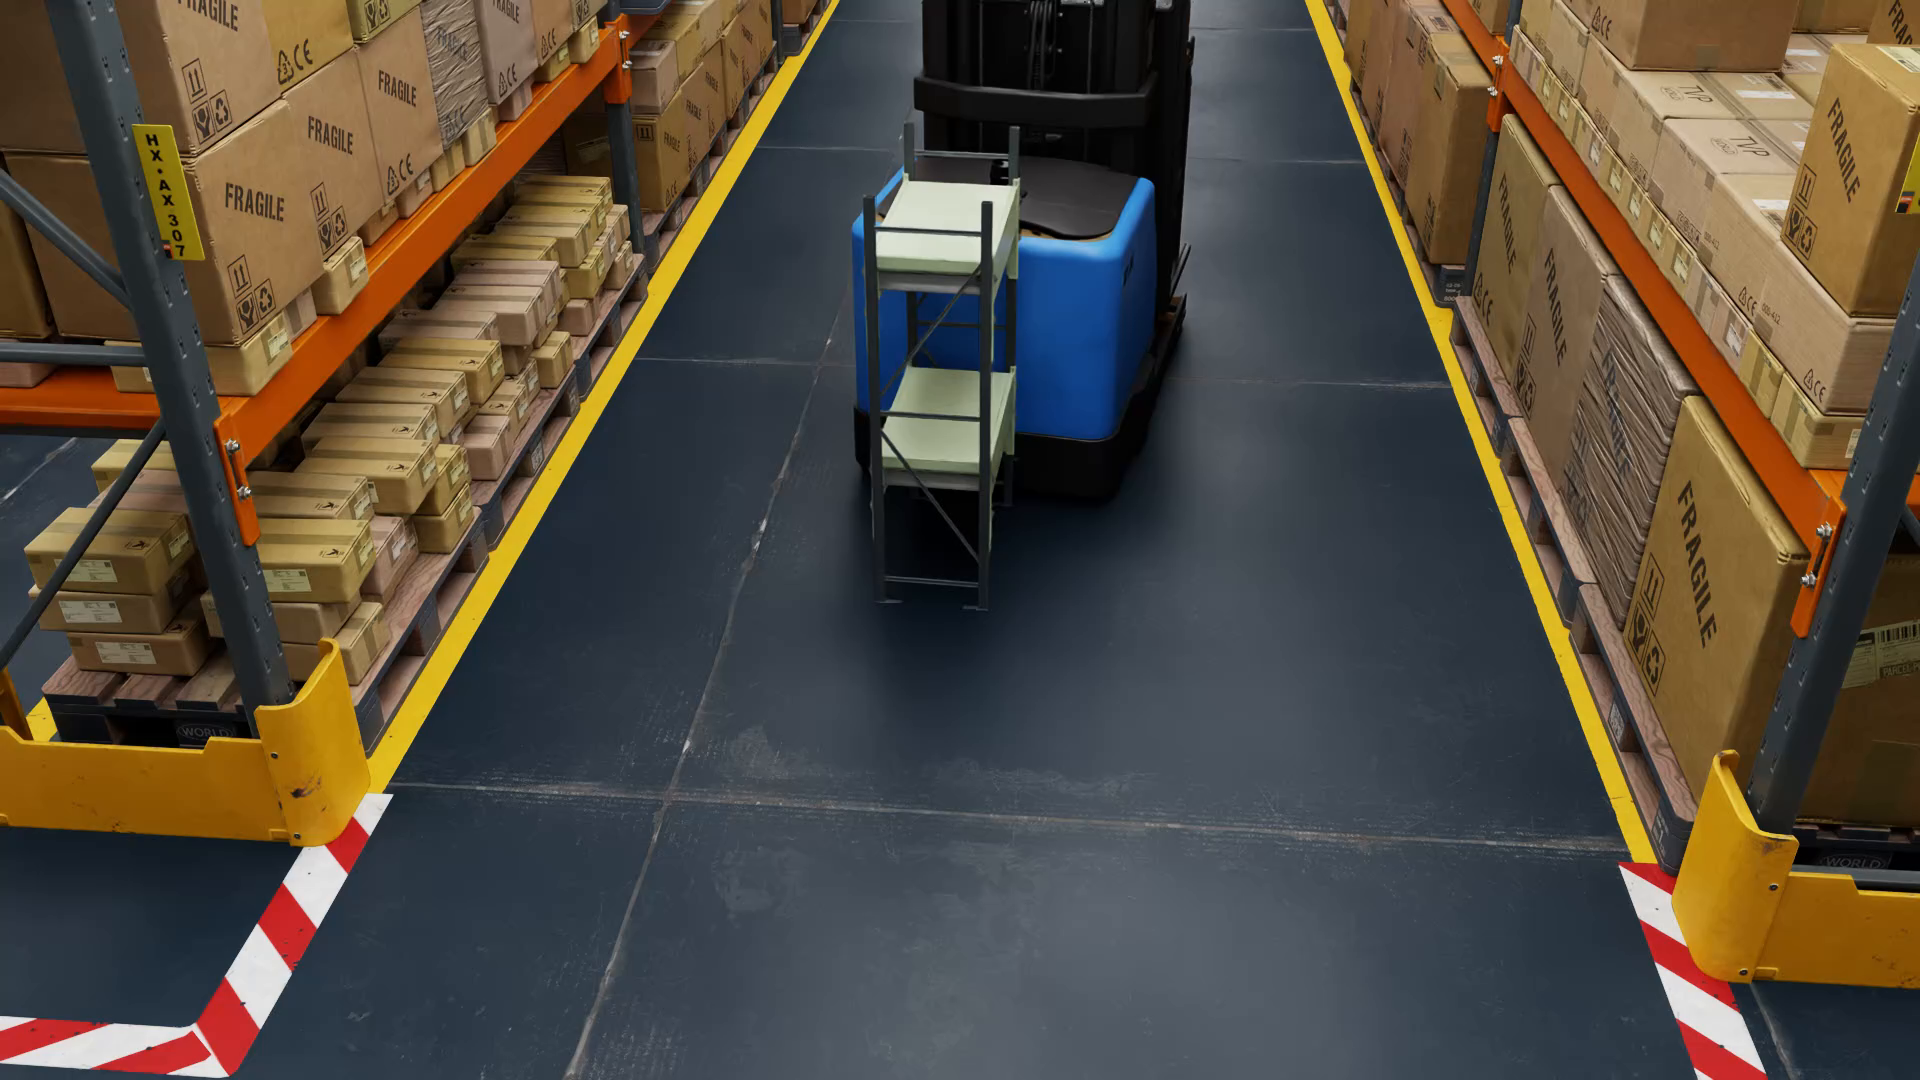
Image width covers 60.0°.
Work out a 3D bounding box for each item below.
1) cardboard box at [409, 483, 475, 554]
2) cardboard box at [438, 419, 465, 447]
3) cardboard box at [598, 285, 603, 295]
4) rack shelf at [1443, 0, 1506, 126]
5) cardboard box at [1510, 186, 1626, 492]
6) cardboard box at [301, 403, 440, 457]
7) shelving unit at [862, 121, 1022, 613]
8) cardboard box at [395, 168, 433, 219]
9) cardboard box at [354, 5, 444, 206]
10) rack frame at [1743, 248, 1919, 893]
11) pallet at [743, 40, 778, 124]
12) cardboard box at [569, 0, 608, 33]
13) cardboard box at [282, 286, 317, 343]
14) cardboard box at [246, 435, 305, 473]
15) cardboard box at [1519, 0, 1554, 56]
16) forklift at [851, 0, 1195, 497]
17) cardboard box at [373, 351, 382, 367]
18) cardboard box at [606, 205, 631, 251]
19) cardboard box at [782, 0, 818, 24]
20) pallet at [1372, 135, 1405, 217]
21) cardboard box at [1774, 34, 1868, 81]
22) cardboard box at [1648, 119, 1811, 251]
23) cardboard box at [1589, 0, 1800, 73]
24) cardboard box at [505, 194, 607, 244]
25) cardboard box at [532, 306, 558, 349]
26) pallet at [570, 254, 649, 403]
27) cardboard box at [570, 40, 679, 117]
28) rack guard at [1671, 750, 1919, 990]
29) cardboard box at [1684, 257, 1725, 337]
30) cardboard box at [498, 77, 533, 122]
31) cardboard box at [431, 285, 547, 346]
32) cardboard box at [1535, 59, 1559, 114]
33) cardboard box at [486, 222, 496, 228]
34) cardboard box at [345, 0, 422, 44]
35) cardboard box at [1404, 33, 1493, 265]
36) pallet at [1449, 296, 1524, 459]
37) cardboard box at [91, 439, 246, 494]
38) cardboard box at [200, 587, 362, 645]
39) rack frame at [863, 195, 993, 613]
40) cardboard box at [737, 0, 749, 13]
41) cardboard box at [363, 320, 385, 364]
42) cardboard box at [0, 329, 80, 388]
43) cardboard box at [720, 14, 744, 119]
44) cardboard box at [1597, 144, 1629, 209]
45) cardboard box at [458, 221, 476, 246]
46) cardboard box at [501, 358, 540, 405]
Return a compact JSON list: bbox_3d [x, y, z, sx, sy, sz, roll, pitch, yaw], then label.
[{"bbox_3d":[-1.942,-0.086,5.848,0.380,0.149,0.250,3,32,5],"label":"cardboard box"},{"bbox_3d":[-2.022,-0.361,6.010,0.380,0.149,0.250,1,32,2],"label":"cardboard box"},{"bbox_3d":[-1.858,-1.166,7.600,0.380,0.149,0.250,3,32,5],"label":"cardboard box"},{"bbox_3d":[3.037,-3.028,8.990,1.077,0.370,4.000,2,32,4],"label":"rack shelf"},{"bbox_3d":[2.667,-0.750,6.233,0.875,0.875,0.875,2,32,4],"label":"cardboard box"},{"bbox_3d":[-2.018,-0.348,5.705,0.380,0.149,0.250,1,32,2],"label":"cardboard box"},{"bbox_3d":[-0.047,-0.594,5.784,0.431,1.500,0.755,4,32,7],"label":"shelving unit"},{"bbox_3d":[-2.000,-1.193,5.566,0.380,0.149,0.250,2,32,3],"label":"cardboard box"},{"bbox_3d":[-2.005,-1.390,5.268,0.500,0.500,0.500,3,32,5],"label":"cardboard box"},{"bbox_3d":[2.548,-0.197,3.710,1.000,3.000,0.127,2,32,4],"label":"rack frame"},{"bbox_3d":[-1.801,-3.049,10.996,1.003,0.211,1.213,2,32,4],"label":"pallet"},{"bbox_3d":[-1.819,-2.457,6.999,0.500,0.500,0.500,3,32,4],"label":"cardboard box"},{"bbox_3d":[-2.055,-0.645,4.676,0.380,0.149,0.250,4,32,6],"label":"cardboard box"},{"bbox_3d":[-2.464,-0.249,5.829,0.380,0.149,0.250,2,32,3],"label":"cardboard box"},{"bbox_3d":[2.574,-2.116,6.685,0.500,0.250,0.500,2,32,3],"label":"cardboard box"},{"bbox_3d":[0.446,-2.178,6.991,1.130,2.935,3.031,8,32,12],"label":"forklift"},{"bbox_3d":[-2.480,-0.791,6.707,0.380,0.149,0.250,2,32,4],"label":"cardboard box"},{"bbox_3d":[-1.770,-1.466,7.804,0.380,0.149,0.250,3,32,5],"label":"cardboard box"},{"bbox_3d":[-1.597,-4.180,11.918,1.050,0.750,0.750,2,32,3],"label":"cardboard box"},{"bbox_3d":[2.958,-2.147,9.533,1.003,0.211,1.213,2,32,4],"label":"pallet"},{"bbox_3d":[3.018,-1.571,5.800,0.500,0.250,0.500,3,32,5],"label":"cardboard box"},{"bbox_3d":[2.406,-1.055,4.963,0.500,0.250,0.500,1,32,2],"label":"cardboard box"},{"bbox_3d":[2.494,-1.901,5.621,0.500,0.500,0.500,1,32,2],"label":"cardboard box"},{"bbox_3d":[-1.812,-1.439,7.476,0.380,0.149,0.250,3,32,5],"label":"cardboard box"},{"bbox_3d":[-1.904,-0.922,6.921,0.380,0.149,0.250,3,32,5],"label":"cardboard box"},{"bbox_3d":[-2.081,-1.013,7.693,1.003,0.211,1.213,2,32,4],"label":"pallet"},{"bbox_3d":[-1.738,-2.362,8.491,0.500,0.250,0.500,1,32,2],"label":"cardboard box"},{"bbox_3d":[2.546,0.880,4.345,1.175,0.500,0.348,2,32,4],"label":"rack guard"},{"bbox_3d":[2.311,-0.688,4.747,0.380,0.149,0.250,3,32,5],"label":"cardboard box"},{"bbox_3d":[-1.883,-1.733,6.442,0.380,0.149,0.250,1,32,2],"label":"cardboard box"},{"bbox_3d":[-1.864,-0.889,6.583,0.380,0.149,0.250,1,32,2],"label":"cardboard box"},{"bbox_3d":[2.476,-1.766,6.495,0.380,0.149,0.250,3,32,6],"label":"cardboard box"},{"bbox_3d":[-2.410,-1.469,7.808,0.380,0.149,0.250,4,32,6],"label":"cardboard box"},{"bbox_3d":[-1.987,-1.815,5.004,0.500,0.500,0.500,2,32,3],"label":"cardboard box"},{"bbox_3d":[2.906,-1.898,8.096,1.225,0.875,0.875,3,32,4],"label":"cardboard box"},{"bbox_3d":[2.734,-0.707,7.196,1.003,0.211,1.213,2,32,4],"label":"pallet"},{"bbox_3d":[-2.625,-0.237,5.526,0.380,0.149,0.250,2,32,3],"label":"cardboard box"},{"bbox_3d":[-2.089,0.184,5.126,0.380,0.149,0.250,4,32,6],"label":"cardboard box"},{"bbox_3d":[-0.099,-0.404,5.476,0.400,1.500,0.023,4,32,7],"label":"rack frame"},{"bbox_3d":[-1.561,-3.445,10.249,0.500,0.250,0.500,3,32,5],"label":"cardboard box"},{"bbox_3d":[-2.449,-0.784,6.413,0.380,0.149,0.250,3,32,4],"label":"cardboard box"},{"bbox_3d":[-2.642,-0.537,4.502,0.380,0.149,0.250,2,32,4],"label":"cardboard box"},{"bbox_3d":[-1.602,-2.855,10.006,0.500,0.500,0.500,1,32,2],"label":"cardboard box"},{"bbox_3d":[2.393,-1.226,5.619,0.380,0.149,0.250,2,32,3],"label":"cardboard box"},{"bbox_3d":[-2.349,-1.324,7.289,0.380,0.149,0.250,2,32,3],"label":"cardboard box"},{"bbox_3d":[-1.926,-0.624,6.720,0.380,0.149,0.250,3,32,5],"label":"cardboard box"}]
